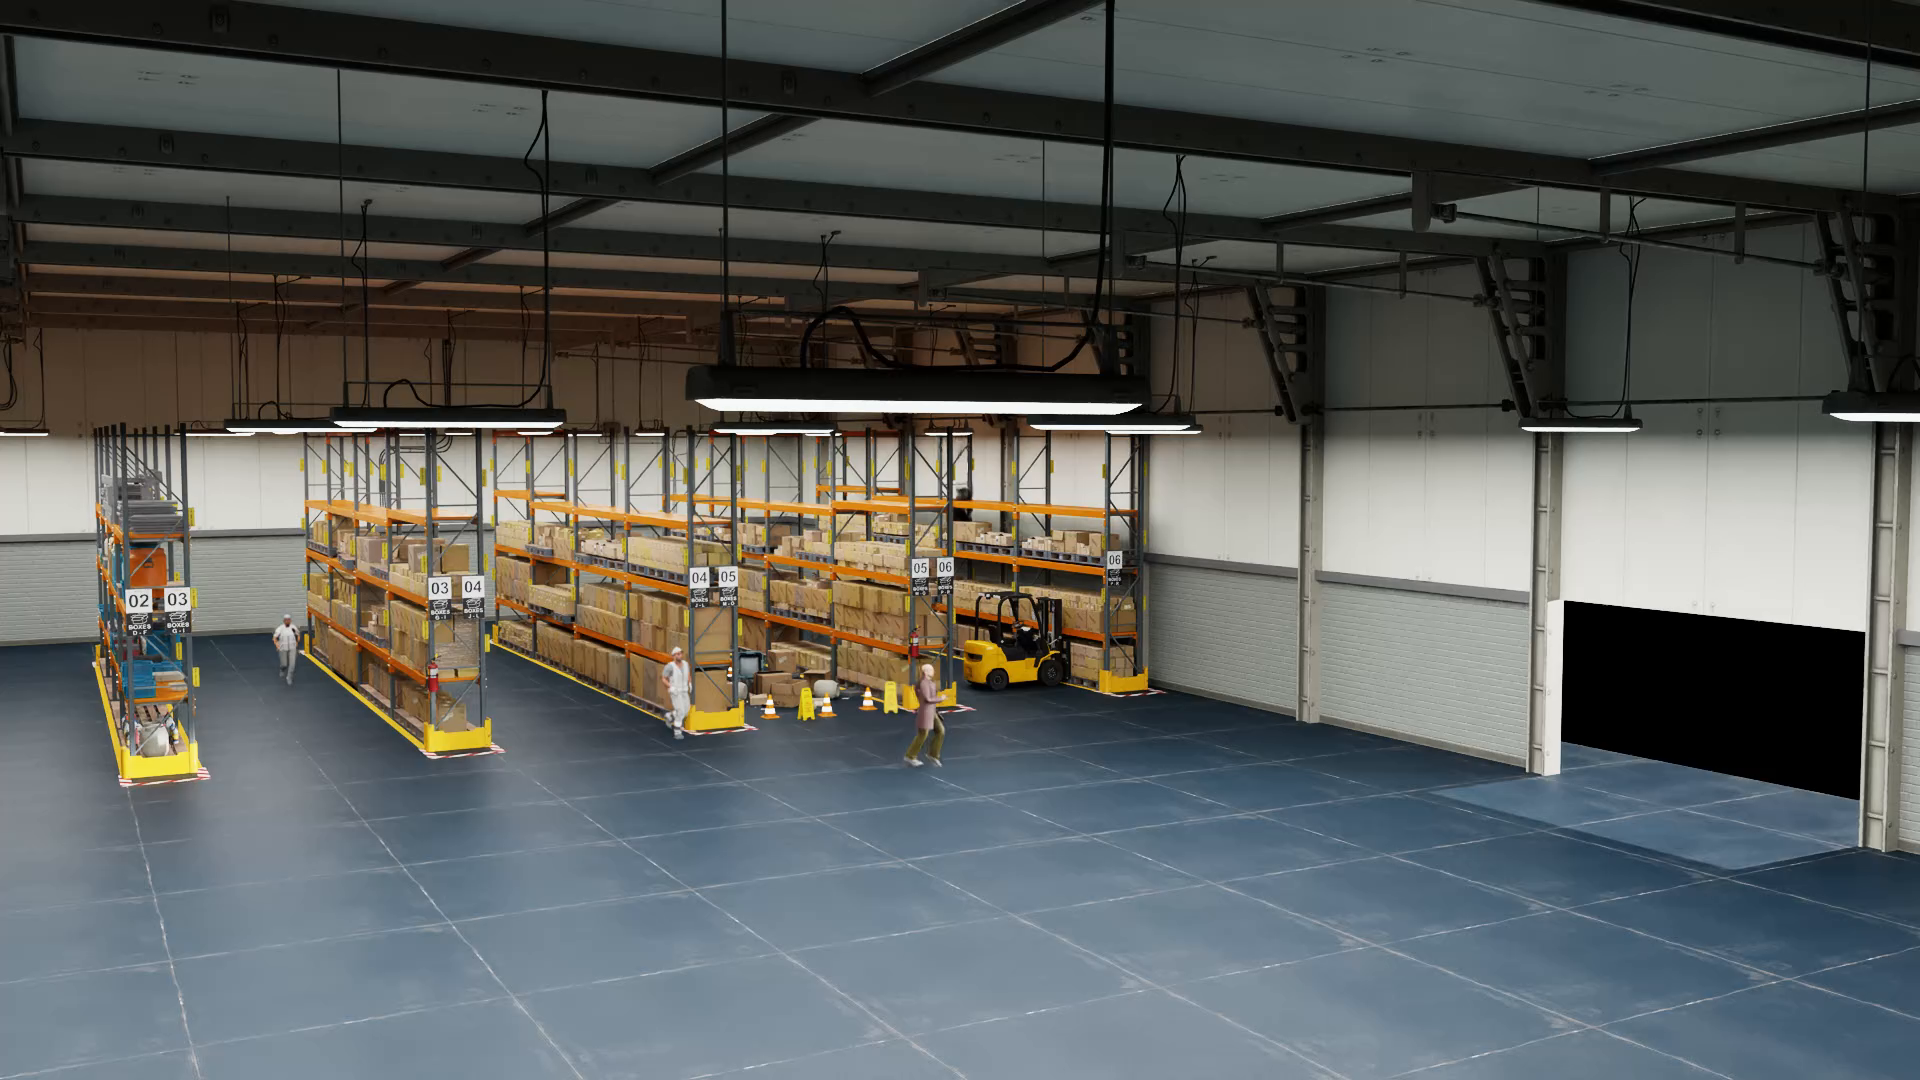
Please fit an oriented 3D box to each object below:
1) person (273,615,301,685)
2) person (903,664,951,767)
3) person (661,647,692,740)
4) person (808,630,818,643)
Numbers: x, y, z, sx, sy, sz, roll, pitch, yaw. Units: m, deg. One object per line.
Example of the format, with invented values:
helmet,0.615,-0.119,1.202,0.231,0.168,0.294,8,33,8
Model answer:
person,-15.772,2.564,39.017,0.614,1.631,0.575,-2,4,-29
person,-0.574,3.084,28.977,0.840,1.856,0.708,1,4,11
person,-5.453,2.919,31.902,0.676,1.759,0.671,3,5,43
person,-4.079,2.041,46.586,0.686,1.722,0.589,-2,4,-33
